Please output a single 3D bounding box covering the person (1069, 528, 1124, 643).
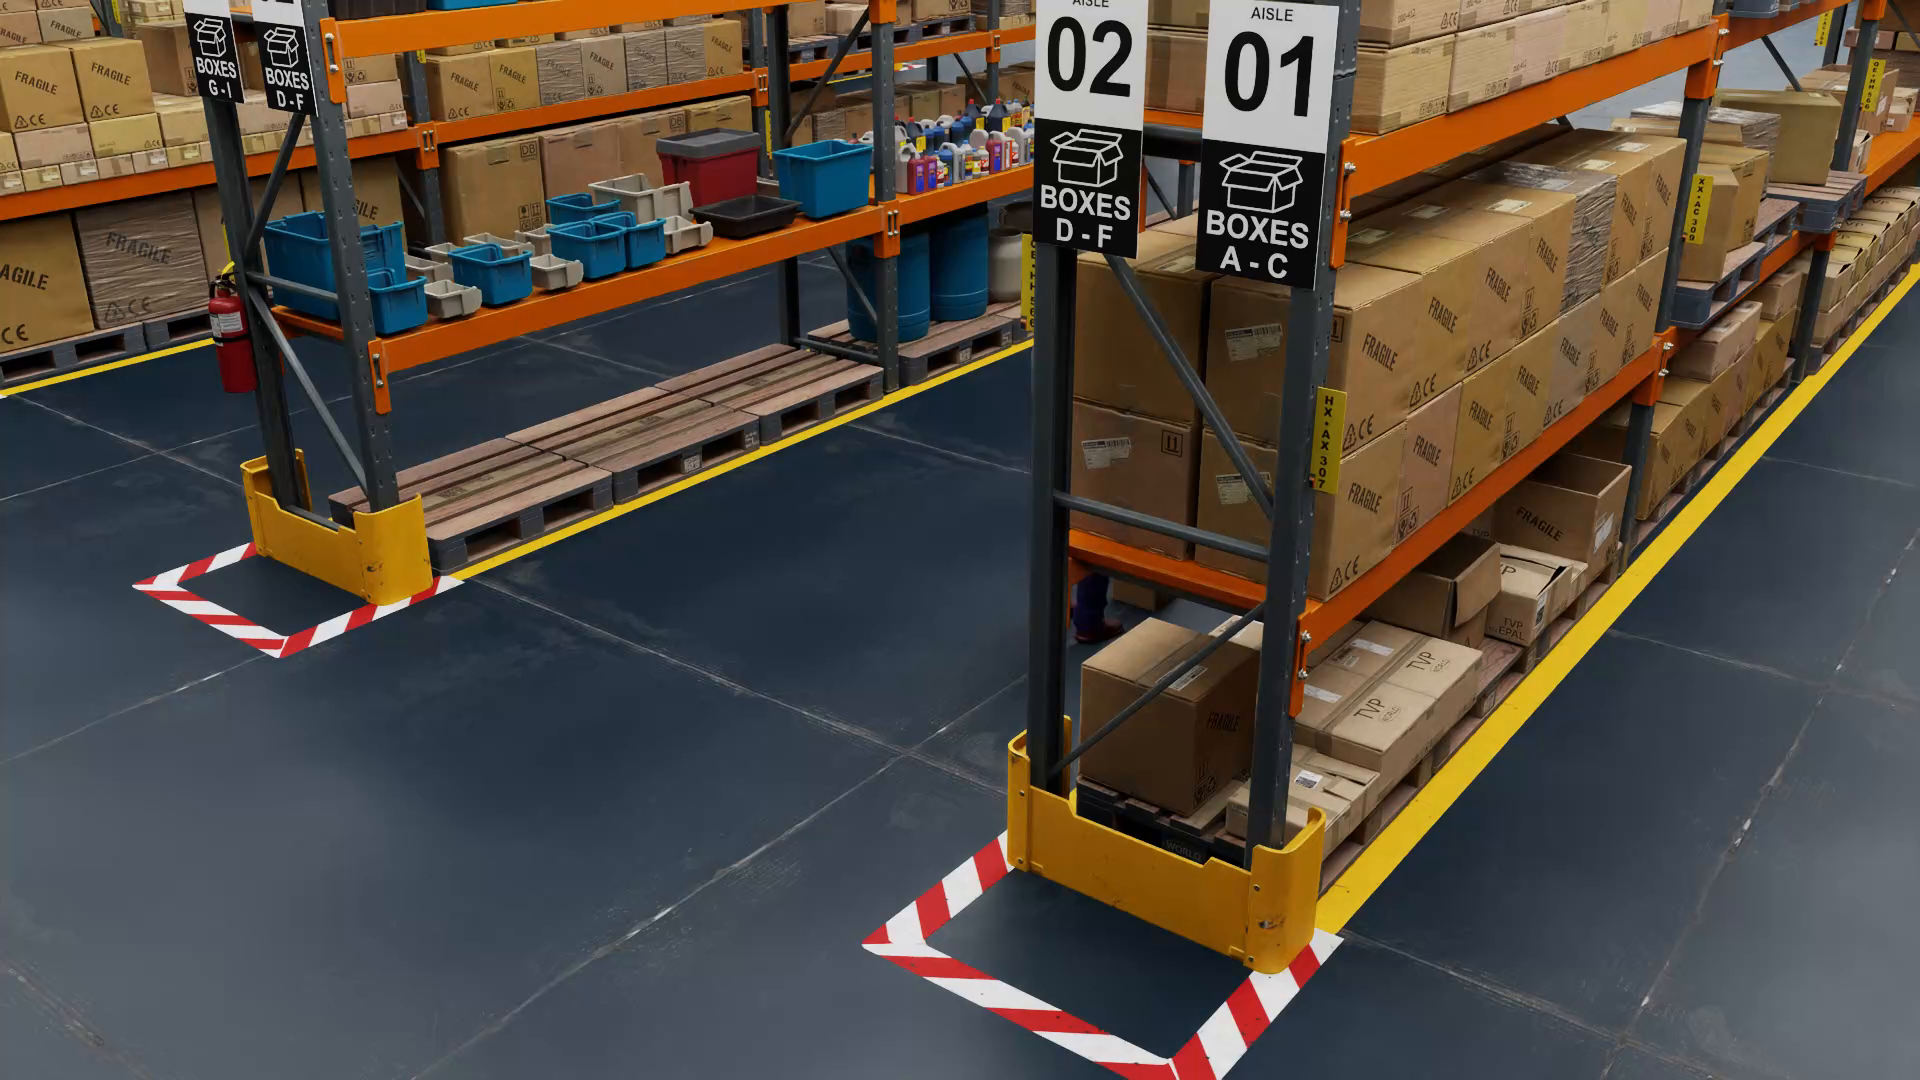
[{"bbox_3d":[0.586,-0.339,7.896,0.332,1.649,0.467,-18,30,-35],"label":"person"}]
